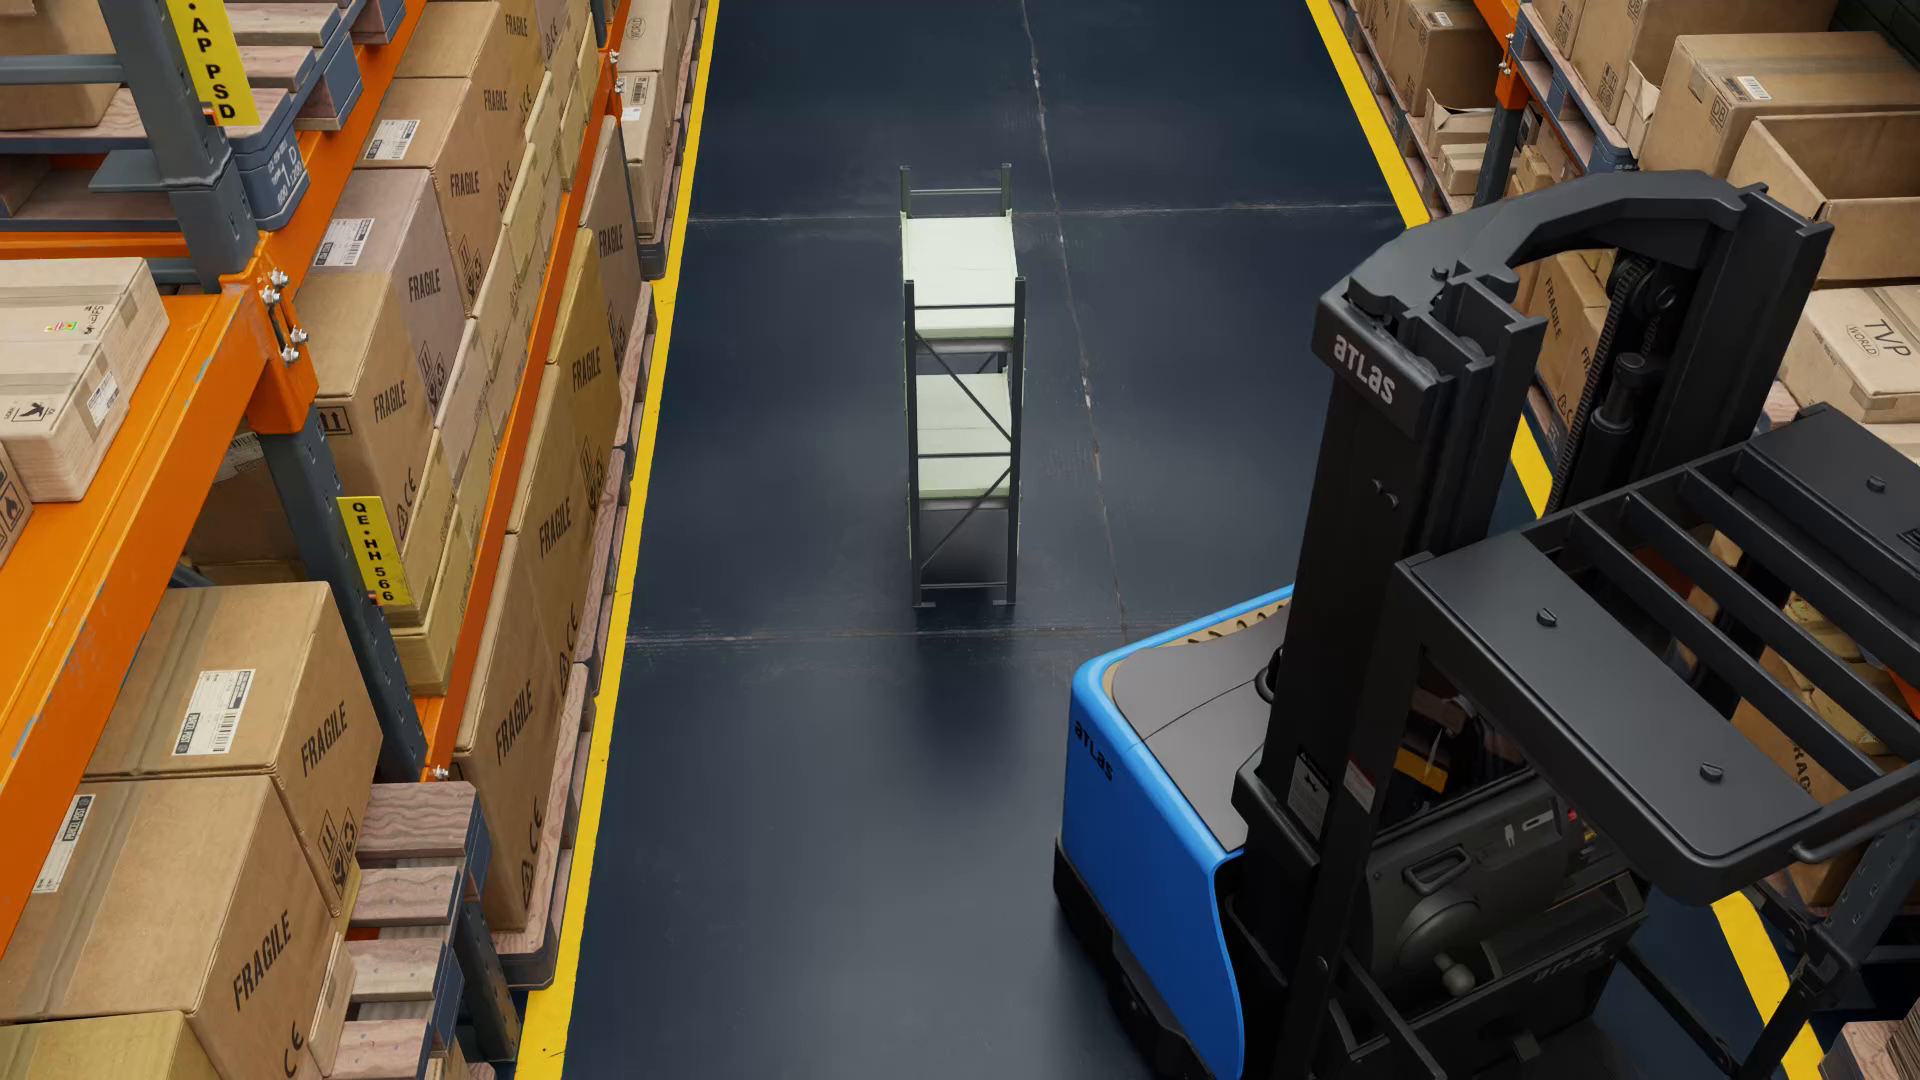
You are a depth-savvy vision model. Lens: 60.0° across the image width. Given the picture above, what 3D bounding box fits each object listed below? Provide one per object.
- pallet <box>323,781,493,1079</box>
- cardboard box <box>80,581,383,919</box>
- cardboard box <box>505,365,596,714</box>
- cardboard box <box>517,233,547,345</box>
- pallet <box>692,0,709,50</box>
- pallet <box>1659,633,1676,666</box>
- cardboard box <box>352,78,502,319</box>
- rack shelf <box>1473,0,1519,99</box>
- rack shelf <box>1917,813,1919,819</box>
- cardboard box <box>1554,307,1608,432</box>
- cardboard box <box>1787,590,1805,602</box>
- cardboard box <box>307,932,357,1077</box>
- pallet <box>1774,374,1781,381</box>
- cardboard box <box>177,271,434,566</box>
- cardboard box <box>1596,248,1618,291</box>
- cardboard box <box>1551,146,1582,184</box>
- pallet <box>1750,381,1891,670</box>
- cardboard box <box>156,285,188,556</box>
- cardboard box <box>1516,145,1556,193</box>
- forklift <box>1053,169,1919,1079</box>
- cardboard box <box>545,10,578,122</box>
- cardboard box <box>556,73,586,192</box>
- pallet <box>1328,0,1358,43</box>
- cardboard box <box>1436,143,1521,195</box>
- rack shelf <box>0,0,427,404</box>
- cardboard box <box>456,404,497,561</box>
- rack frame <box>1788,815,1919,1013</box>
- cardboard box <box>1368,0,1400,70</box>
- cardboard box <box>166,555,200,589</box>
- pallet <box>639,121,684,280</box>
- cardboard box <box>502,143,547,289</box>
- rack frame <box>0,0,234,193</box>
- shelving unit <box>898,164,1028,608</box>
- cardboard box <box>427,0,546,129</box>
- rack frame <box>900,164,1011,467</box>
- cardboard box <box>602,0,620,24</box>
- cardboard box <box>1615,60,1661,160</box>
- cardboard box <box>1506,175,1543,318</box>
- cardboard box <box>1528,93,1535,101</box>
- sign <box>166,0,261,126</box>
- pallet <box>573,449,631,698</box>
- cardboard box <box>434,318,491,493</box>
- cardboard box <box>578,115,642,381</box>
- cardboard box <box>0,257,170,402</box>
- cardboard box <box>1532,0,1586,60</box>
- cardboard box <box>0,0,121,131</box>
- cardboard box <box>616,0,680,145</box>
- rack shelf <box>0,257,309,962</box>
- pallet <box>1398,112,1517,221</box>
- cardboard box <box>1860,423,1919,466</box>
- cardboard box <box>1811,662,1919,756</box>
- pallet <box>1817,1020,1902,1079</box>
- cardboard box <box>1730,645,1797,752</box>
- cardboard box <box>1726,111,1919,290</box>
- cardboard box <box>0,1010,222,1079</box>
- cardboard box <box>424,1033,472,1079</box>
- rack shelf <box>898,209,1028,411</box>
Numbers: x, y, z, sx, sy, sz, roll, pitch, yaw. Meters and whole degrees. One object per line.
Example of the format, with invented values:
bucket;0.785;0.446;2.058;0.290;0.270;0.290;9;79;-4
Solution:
pallet;-1.708;0.996;3.585;1.213;0.211;1.003;-2;43;-2
cardboard box;-1.548;0.445;3.440;0.500;0.500;0.500;-3;43;-3
cardboard box;-1.825;0.005;5.786;0.875;0.875;0.875;-1;43;-1
cardboard box;-1.695;-0.868;5.588;0.500;0.250;0.500;-2;43;-2
pallet;-2.073;-3.388;10.290;1.003;0.211;1.213;-2;43;-2
pallet;3.071;0.004;6.590;1.003;0.211;1.213;-2;43;-2
cardboard box;-1.659;-0.982;4.788;0.500;0.500;0.500;-1;43;-1
rack shelf;2.859;-3.483;8.862;1.077;0.370;4.000;-2;43;-2
rack shelf;3.199;1.918;2.970;1.077;0.370;4.000;-2;43;-2
cardboard box;2.789;-0.602;6.726;0.500;0.500;0.500;-3;43;-3
cardboard box;2.830;0.142;5.435;0.380;0.149;0.250;-3;43;-3
cardboard box;-1.457;0.948;3.371;0.380;0.149;0.250;-2;43;-2
pallet;3.027;-0.939;5.697;1.003;0.211;1.213;-2;43;-2
cardboard box;-1.622;-0.298;4.041;0.500;0.500;0.500;-3;43;-3
cardboard box;2.830;-1.078;6.765;0.380;0.149;0.250;-2;43;-3
cardboard box;2.752;-1.556;7.067;0.380;0.149;0.250;-4;43;-4
pallet;3.015;-0.082;4.762;1.213;0.211;1.003;-2;43;-2
cardboard box;-2.128;-0.299;4.043;0.500;0.500;0.500;-3;43;-3
cardboard box;2.693;-1.620;7.357;0.380;0.149;0.250;0;43;0
forklift;1.410;0.821;3.685;1.130;2.935;3.031;-19;46;-19
cardboard box;-1.725;-1.754;6.185;0.500;0.250;0.500;-1;43;-1
cardboard box;-1.724;-1.558;6.341;0.500;0.250;0.500;-2;43;-2
pallet;2.812;-3.481;10.391;1.003;0.211;1.213;-2;43;-2
cardboard box;2.627;-1.869;8.369;0.380;0.149;0.250;-3;43;-3
rack shelf;-1.930;-1.743;4.744;1.077;0.370;4.000;-2;43;-2
cardboard box;-1.654;-0.181;4.838;0.500;0.250;0.500;-3;43;-3
rack frame;3.114;0.303;4.200;1.000;3.000;0.127;-2;43;-2
cardboard box;2.625;-2.978;9.318;0.500;0.500;0.500;-1;43;-1
cardboard box;-2.120;-0.001;4.272;0.500;0.250;0.500;-2;43;-2
pallet;-1.969;-1.740;8.493;1.003;0.211;1.213;-2;43;-2
cardboard box;-1.658;-1.059;5.427;0.500;0.250;0.500;-1;43;-1
rack frame;-1.845;-1.764;2.015;1.000;3.000;0.127;-2;43;-2
shelving unit;0.000;-0.548;6.238;0.431;1.500;0.755;-2;43;-2
cardboard box;-1.714;-1.672;5.540;0.500;0.500;0.500;0;43;0
rack frame;-0.015;-0.795;6.508;0.400;1.500;0.023;-2;43;-2
cardboard box;-1.773;-2.614;7.308;0.500;0.500;0.500;0;43;0
cardboard box;2.620;-1.554;6.014;0.396;0.266;0.258;0;43;0
cardboard box;2.740;-1.298;7.485;0.500;0.500;0.500;0;43;0
cardboard box;3.134;-2.247;8.781;0.380;0.149;0.250;-2;43;-2
sign;-1.303;-0.863;2.869;0.100;0.325;0.005;-2;43;-2
pallet;-1.852;0.119;6.463;1.003;0.211;1.213;-2;43;-2
cardboard box;-1.641;-0.380;4.685;0.500;0.250;0.500;-1;43;-1
cardboard box;-1.909;-1.208;7.110;0.875;0.875;0.875;0;43;0
cardboard box;-1.622;-0.359;2.888;0.380;0.149;0.250;-2;43;-2
cardboard box;2.741;-2.256;6.607;0.700;0.500;0.500;-1;43;-1
cardboard box;-2.012;-1.101;3.124;0.797;0.503;0.637;-4;43;-4
cardboard box;-1.973;-2.494;8.837;0.875;0.438;0.875;-3;43;-3
rack shelf;-1.760;0.957;1.798;1.077;0.370;4.000;-2;43;-2
pallet;2.916;-1.833;8.594;1.003;0.211;1.213;-2;43;-2
cardboard box;2.703;-0.192;4.615;0.380;0.149;0.250;-1;43;-1
cardboard box;2.840;0.504;5.039;0.380;0.149;0.250;-4;43;-4
pallet;3.110;1.887;4.535;1.003;0.211;1.213;-2;43;-2
cardboard box;2.870;0.452;5.576;0.500;0.500;0.500;-2;43;-2
cardboard box;2.860;-0.987;5.220;0.797;0.503;0.637;-3;43;-3
cardboard box;-1.493;1.135;2.687;0.500;0.500;0.500;-4;43;-5
cardboard box;-1.831;1.643;4.371;0.950;0.372;0.625;-4;43;-5
rack shelf;0.000;-0.836;5.975;0.431;0.370;0.720;-2;43;-2
